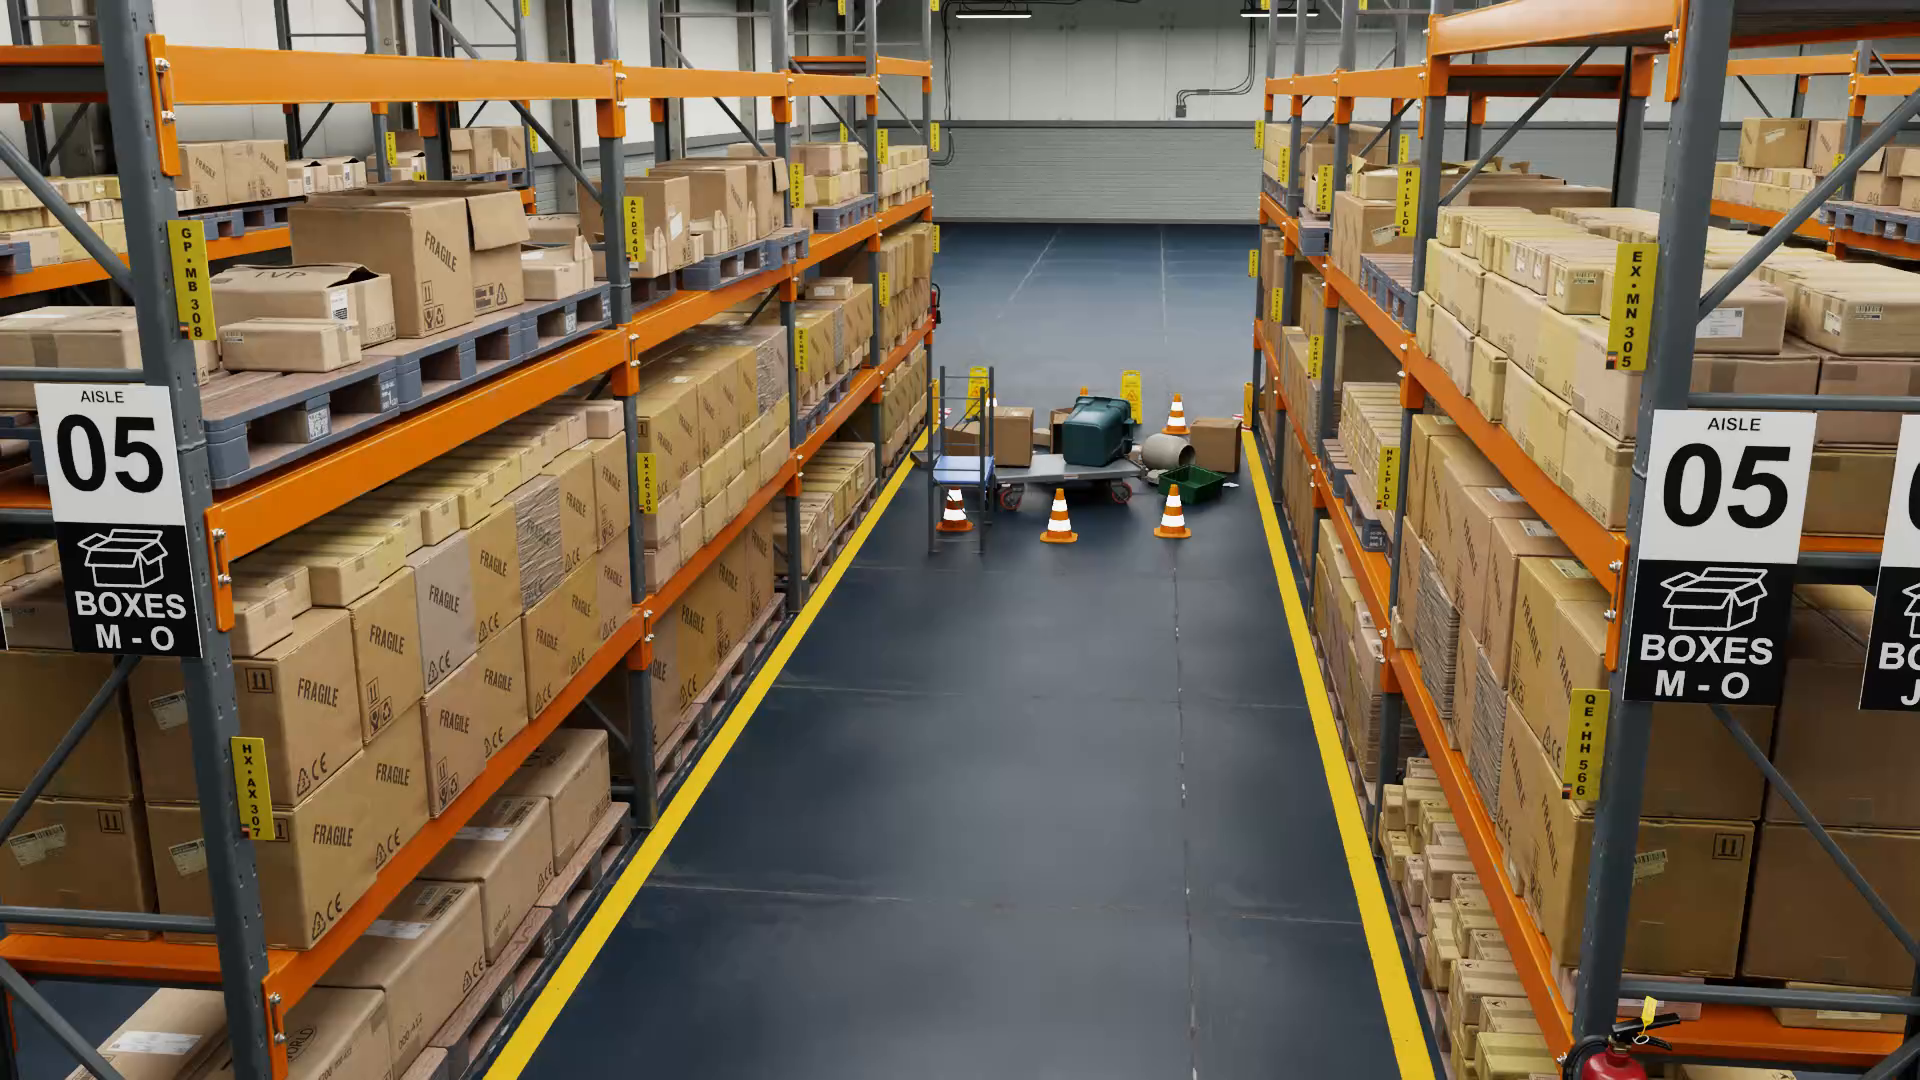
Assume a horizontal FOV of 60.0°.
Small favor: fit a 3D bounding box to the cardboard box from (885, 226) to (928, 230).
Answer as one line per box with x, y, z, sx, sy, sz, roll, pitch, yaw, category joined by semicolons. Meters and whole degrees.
-0.756;-3.375;19.306;0.700;0.500;0.500;2;15;7;cardboard box

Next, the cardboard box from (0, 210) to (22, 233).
-6.658;-2.176;11.329;0.380;0.149;0.250;2;15;8;cardboard box

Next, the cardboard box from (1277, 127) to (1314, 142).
3.496;-4.207;17.274;0.380;0.149;0.250;2;15;6;cardboard box

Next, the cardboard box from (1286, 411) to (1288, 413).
3.769;-1.151;17.026;0.875;0.875;0.875;2;15;7;cardboard box

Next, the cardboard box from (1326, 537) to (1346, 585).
2.801;0.170;11.424;0.500;0.250;0.500;2;15;6;cardboard box

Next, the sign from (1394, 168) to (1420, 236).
2.174;-1.641;8.081;0.100;0.325;0.005;2;15;6;sign

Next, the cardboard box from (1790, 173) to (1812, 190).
8.363;-3.508;16.254;0.380;0.149;0.250;1;15;5;cardboard box

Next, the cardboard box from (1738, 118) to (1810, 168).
8.560;-4.182;17.504;0.500;0.500;0.500;2;15;6;cardboard box

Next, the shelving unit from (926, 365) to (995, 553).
0.017;-0.751;15.127;0.538;1.500;1.048;1;16;5;shelving unit

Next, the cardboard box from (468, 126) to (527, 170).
-5.591;-4.741;20.101;0.500;0.500;0.500;2;15;8;cardboard box

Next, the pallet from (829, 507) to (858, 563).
-1.523;-0.067;15.094;1.003;0.211;1.213;2;15;6;pallet

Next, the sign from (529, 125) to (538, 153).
-5.245;-4.933;20.455;0.100;0.325;0.005;2;15;6;sign

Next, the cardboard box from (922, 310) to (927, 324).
-0.598;-2.676;19.883;0.380;0.149;0.250;2;15;6;cardboard box

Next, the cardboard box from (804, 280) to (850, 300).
-1.202;-2.263;15.064;0.380;0.149;0.250;1;15;4;cardboard box

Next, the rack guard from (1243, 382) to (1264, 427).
4.082;-1.650;20.394;1.175;0.500;0.348;2;15;6;rack guard

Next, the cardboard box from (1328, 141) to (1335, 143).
4.130;-4.095;17.622;0.500;0.250;0.500;2;15;7;cardboard box

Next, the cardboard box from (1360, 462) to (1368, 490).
2.778;-0.403;10.670;0.380;0.149;0.250;2;15;7;cardboard box

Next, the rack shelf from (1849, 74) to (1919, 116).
8.319;-3.478;13.016;1.077;0.370;4.000;2;15;6;rack shelf

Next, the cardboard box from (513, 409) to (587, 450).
-2.061;-0.547;8.178;0.380;0.149;0.250;2;15;8;cardboard box

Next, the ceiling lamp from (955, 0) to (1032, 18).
0.911;-15.314;43.461;2.000;3.185;0.800;2;15;6;ceiling lamp

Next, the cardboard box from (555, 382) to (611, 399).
-2.352;-0.646;9.787;0.500;0.500;0.500;2;15;7;cardboard box

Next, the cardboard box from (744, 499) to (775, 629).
-1.914;0.105;12.383;0.875;0.875;0.875;2;15;6;cardboard box

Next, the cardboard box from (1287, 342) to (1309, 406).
3.186;-1.472;14.756;0.500;0.500;0.500;2;15;6;cardboard box

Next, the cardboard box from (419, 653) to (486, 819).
-2.212;0.752;6.531;0.500;0.500;0.500;2;15;6;cardboard box

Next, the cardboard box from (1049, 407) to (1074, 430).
1.467;-1.235;18.852;0.797;0.503;0.637;-10;18;-32;cardboard box

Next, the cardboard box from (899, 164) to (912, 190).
-0.807;-3.952;18.091;0.500;0.250;0.500;2;15;7;cardboard box

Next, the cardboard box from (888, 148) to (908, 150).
-0.788;-4.325;18.706;0.380;0.149;0.250;2;15;6;cardboard box

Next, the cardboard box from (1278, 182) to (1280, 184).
3.436;-3.693;16.901;0.380;0.149;0.250;2;15;6;cardboard box

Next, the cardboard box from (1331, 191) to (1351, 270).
2.848;-2.132;11.448;0.500;0.500;0.500;2;15;6;cardboard box

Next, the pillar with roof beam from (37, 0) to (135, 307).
-3.156;-4.174;13.448;9.100;9.000;0.400;2;15;6;pillar with roof beam

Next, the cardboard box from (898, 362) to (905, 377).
-0.810;-1.862;18.174;0.380;0.149;0.250;3;15;9;cardboard box

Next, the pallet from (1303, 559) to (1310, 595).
3.341;0.368;13.484;1.003;0.211;1.213;2;15;6;pallet

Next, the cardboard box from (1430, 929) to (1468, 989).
2.203;1.776;7.022;0.380;0.149;0.250;2;15;7;cardboard box

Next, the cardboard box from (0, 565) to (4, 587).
-6.747;0.262;11.275;0.380;0.149;0.250;2;15;8;cardboard box

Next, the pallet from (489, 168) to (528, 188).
-5.888;-4.338;19.969;1.003;0.211;1.213;2;15;6;pallet

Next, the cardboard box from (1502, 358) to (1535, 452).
2.182;-0.463;5.756;0.500;0.250;0.500;2;15;9;cardboard box

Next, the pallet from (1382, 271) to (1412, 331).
2.901;-1.252;8.748;1.213;0.211;1.003;2;15;6;pallet

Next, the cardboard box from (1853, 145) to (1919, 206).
8.394;-3.222;14.671;0.797;0.503;0.637;1;15;3;cardboard box

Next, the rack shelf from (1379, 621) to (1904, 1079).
2.500;1.128;6.710;1.077;0.370;4.000;2;15;6;rack shelf

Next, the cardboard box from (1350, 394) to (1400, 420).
2.872;-0.897;11.357;0.380;0.149;0.250;2;15;6;cardboard box

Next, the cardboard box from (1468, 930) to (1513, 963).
2.277;1.705;6.716;0.380;0.149;0.250;1;15;4;cardboard box

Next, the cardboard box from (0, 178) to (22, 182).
-7.059;-2.600;12.325;0.380;0.149;0.250;2;15;7;cardboard box

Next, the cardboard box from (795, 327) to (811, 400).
-1.472;-1.400;13.114;0.500;0.500;0.500;1;15;5;cardboard box

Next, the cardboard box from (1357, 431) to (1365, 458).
2.810;-0.611;10.871;0.380;0.149;0.250;2;15;6;cardboard box

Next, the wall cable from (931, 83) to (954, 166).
-1.725;-12.864;51.533;3.097;2.526;0.112;2;15;6;wall cable

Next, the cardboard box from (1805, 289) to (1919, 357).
2.537;-0.587;4.495;0.380;0.149;0.250;2;15;6;cardboard box

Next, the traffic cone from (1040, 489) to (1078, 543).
0.910;-0.240;15.253;0.336;0.463;0.334;2;15;6;traffic cone

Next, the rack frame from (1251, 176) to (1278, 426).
4.079;-2.850;20.045;1.000;3.000;0.127;2;15;6;rack frame

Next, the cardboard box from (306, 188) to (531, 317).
-2.325;-1.256;7.207;0.797;0.503;0.637;3;15;11;cardboard box

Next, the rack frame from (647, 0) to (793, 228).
-1.753;-3.791;12.031;1.000;3.000;0.127;2;15;6;rack frame

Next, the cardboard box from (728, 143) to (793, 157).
-1.812;-3.483;15.163;0.500;0.250;0.500;1;15;5;cardboard box

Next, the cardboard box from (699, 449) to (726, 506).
-1.760;-0.399;10.307;0.500;0.250;0.500;2;15;7;cardboard box

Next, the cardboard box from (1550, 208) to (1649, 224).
2.962;-1.458;7.716;0.380;0.149;0.250;1;15;4;cardboard box

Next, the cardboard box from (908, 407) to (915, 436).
-0.794;-1.358;18.988;0.500;0.250;0.500;1;15;4;cardboard box

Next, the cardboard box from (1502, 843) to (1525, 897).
2.114;1.132;5.798;0.380;0.149;0.250;2;15;8;cardboard box

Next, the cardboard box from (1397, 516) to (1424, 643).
2.419;0.191;8.035;0.500;0.500;0.500;1;15;5;cardboard box

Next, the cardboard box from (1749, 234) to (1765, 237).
8.600;-3.089;18.249;0.500;0.500;0.500;2;15;6;cardboard box

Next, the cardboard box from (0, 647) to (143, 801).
-2.838;0.517;5.485;0.500;0.500;0.500;2;15;8;cardboard box
